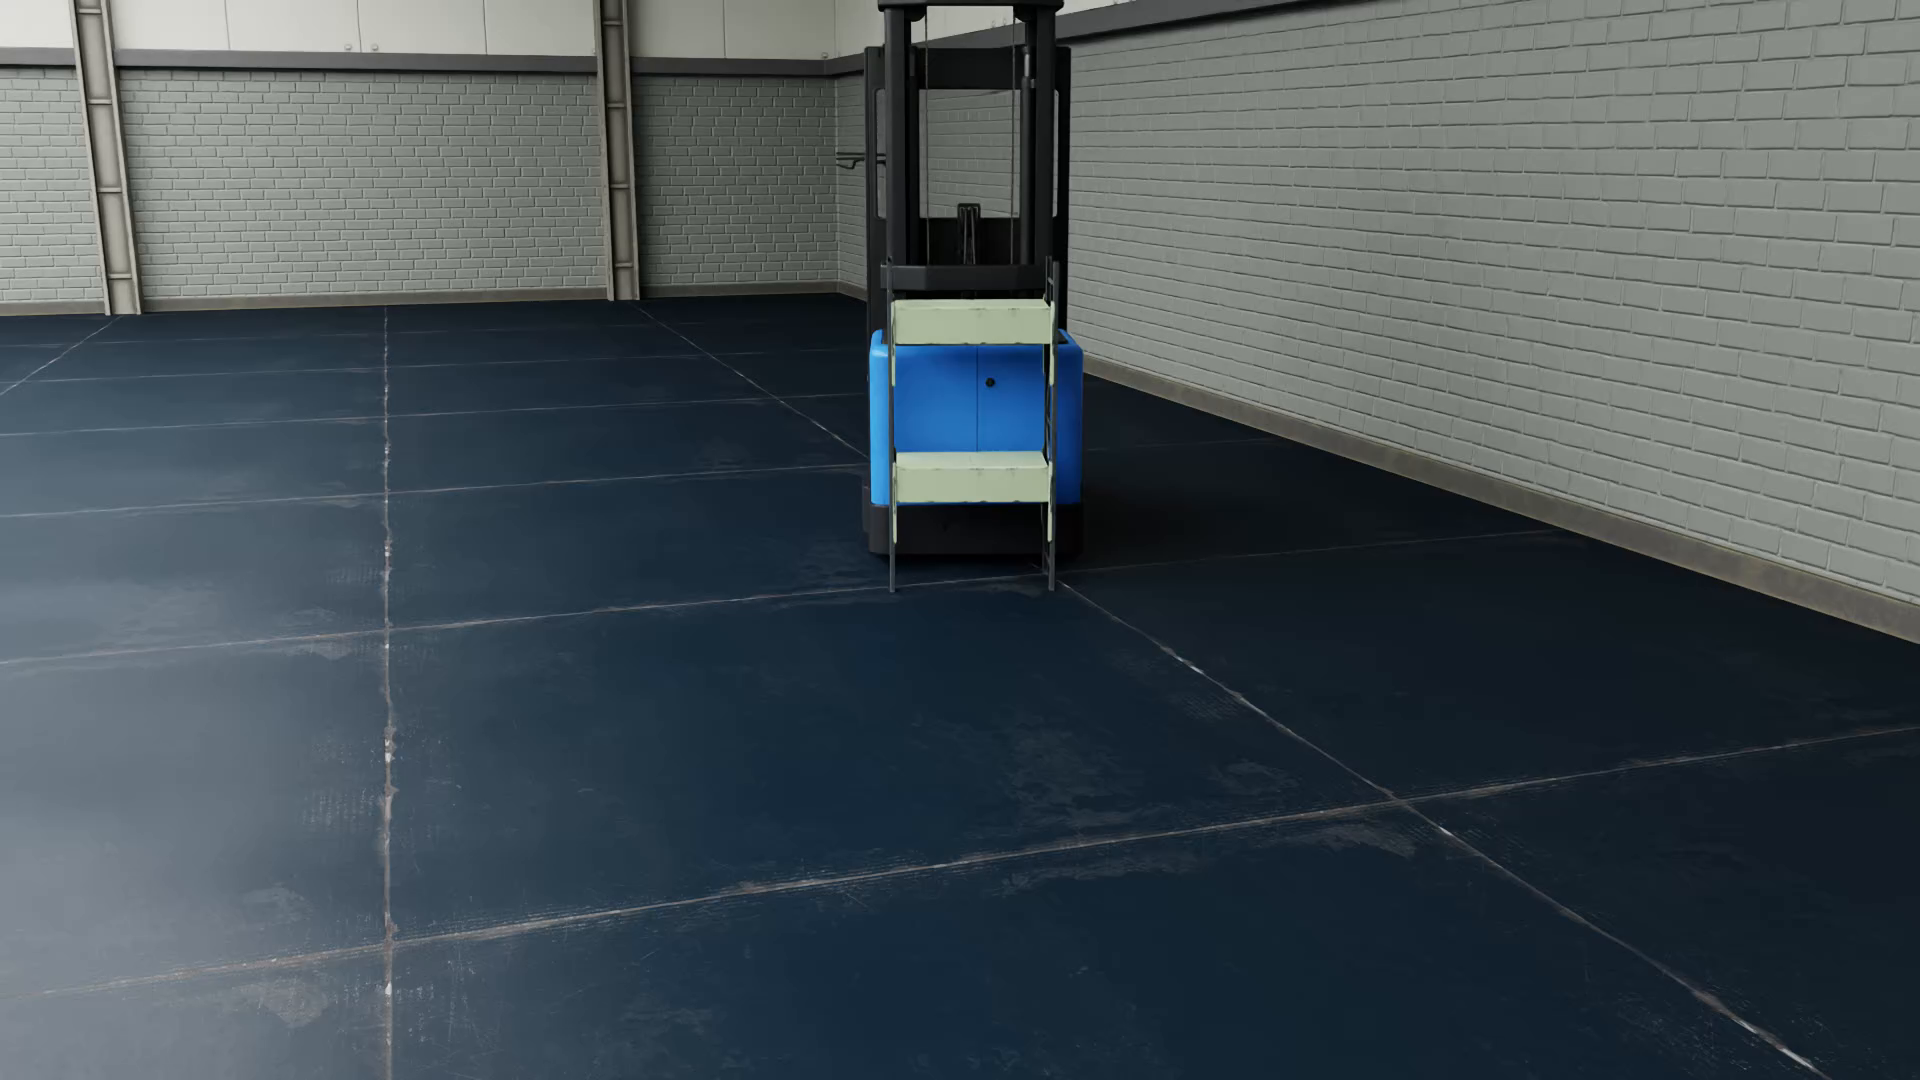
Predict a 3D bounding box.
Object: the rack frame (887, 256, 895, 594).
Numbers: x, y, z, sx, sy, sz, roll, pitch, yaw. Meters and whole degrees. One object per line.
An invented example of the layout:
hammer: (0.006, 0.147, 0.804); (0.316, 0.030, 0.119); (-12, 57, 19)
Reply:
rack frame: (-0.315, -0.531, 7.632); (0.023, 1.500, 0.400); (0, 13, -2)

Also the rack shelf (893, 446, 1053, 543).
rack shelf: (0.050, -0.217, 7.721); (0.720, 0.370, 0.431); (0, 13, -2)

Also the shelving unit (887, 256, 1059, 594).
shelving unit: (0.050, -0.534, 7.645); (0.755, 1.500, 0.431); (0, 13, -2)

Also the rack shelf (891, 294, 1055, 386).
rack shelf: (0.050, -0.914, 7.555); (0.720, 0.370, 0.431); (0, 13, -2)

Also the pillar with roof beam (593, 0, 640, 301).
pillar with roof beam: (-3.096, -6.633, 17.084); (0.400, 9.000, 9.100); (-4, 14, -18)

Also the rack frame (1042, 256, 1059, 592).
rack frame: (0.416, -0.537, 7.658); (0.023, 1.500, 0.400); (0, 13, -2)

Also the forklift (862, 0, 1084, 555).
forklift: (0.029, -1.638, 9.194); (1.130, 2.935, 3.031); (0, 13, -2)

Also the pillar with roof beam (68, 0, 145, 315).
pillar with roof beam: (-8.783, -6.191, 15.223); (0.400, 9.000, 9.100); (-4, 14, -18)

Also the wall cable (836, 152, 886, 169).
wall cable: (-1.255, -5.994, 21.108); (0.112, 2.526, 3.097); (-4, 14, -18)
